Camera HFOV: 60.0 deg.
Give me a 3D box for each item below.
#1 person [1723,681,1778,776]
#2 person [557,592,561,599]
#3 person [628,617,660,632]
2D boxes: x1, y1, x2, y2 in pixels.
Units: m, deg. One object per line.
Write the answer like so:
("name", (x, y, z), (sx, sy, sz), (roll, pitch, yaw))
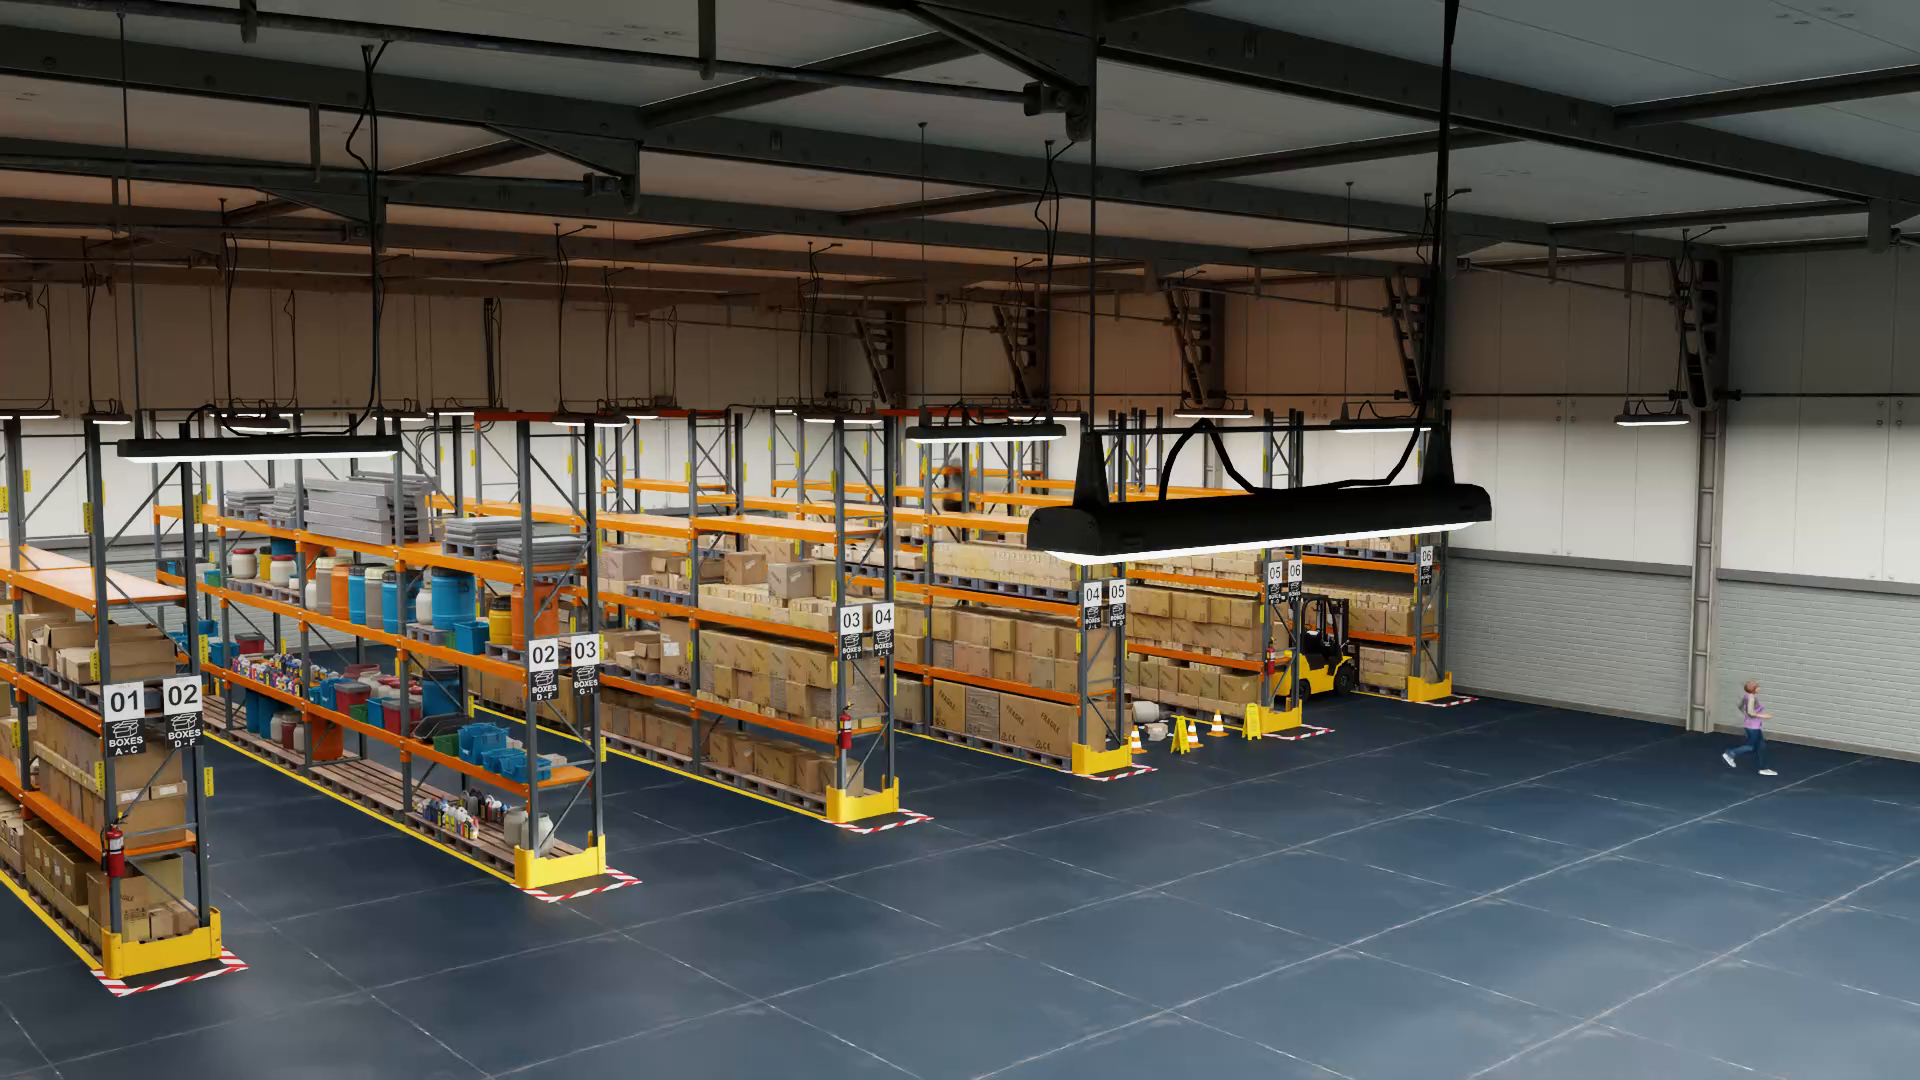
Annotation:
("person", (13.126, 3.154, 27.580), (0.843, 1.476, 0.541), (2, 5, 22))
("person", (-9.565, 2.022, 39.145), (0.700, 1.732, 0.641), (0, 5, -6))
("person", (-8.018, 1.785, 41.874), (1.131, 1.775, 0.684), (-5, 7, -44))
